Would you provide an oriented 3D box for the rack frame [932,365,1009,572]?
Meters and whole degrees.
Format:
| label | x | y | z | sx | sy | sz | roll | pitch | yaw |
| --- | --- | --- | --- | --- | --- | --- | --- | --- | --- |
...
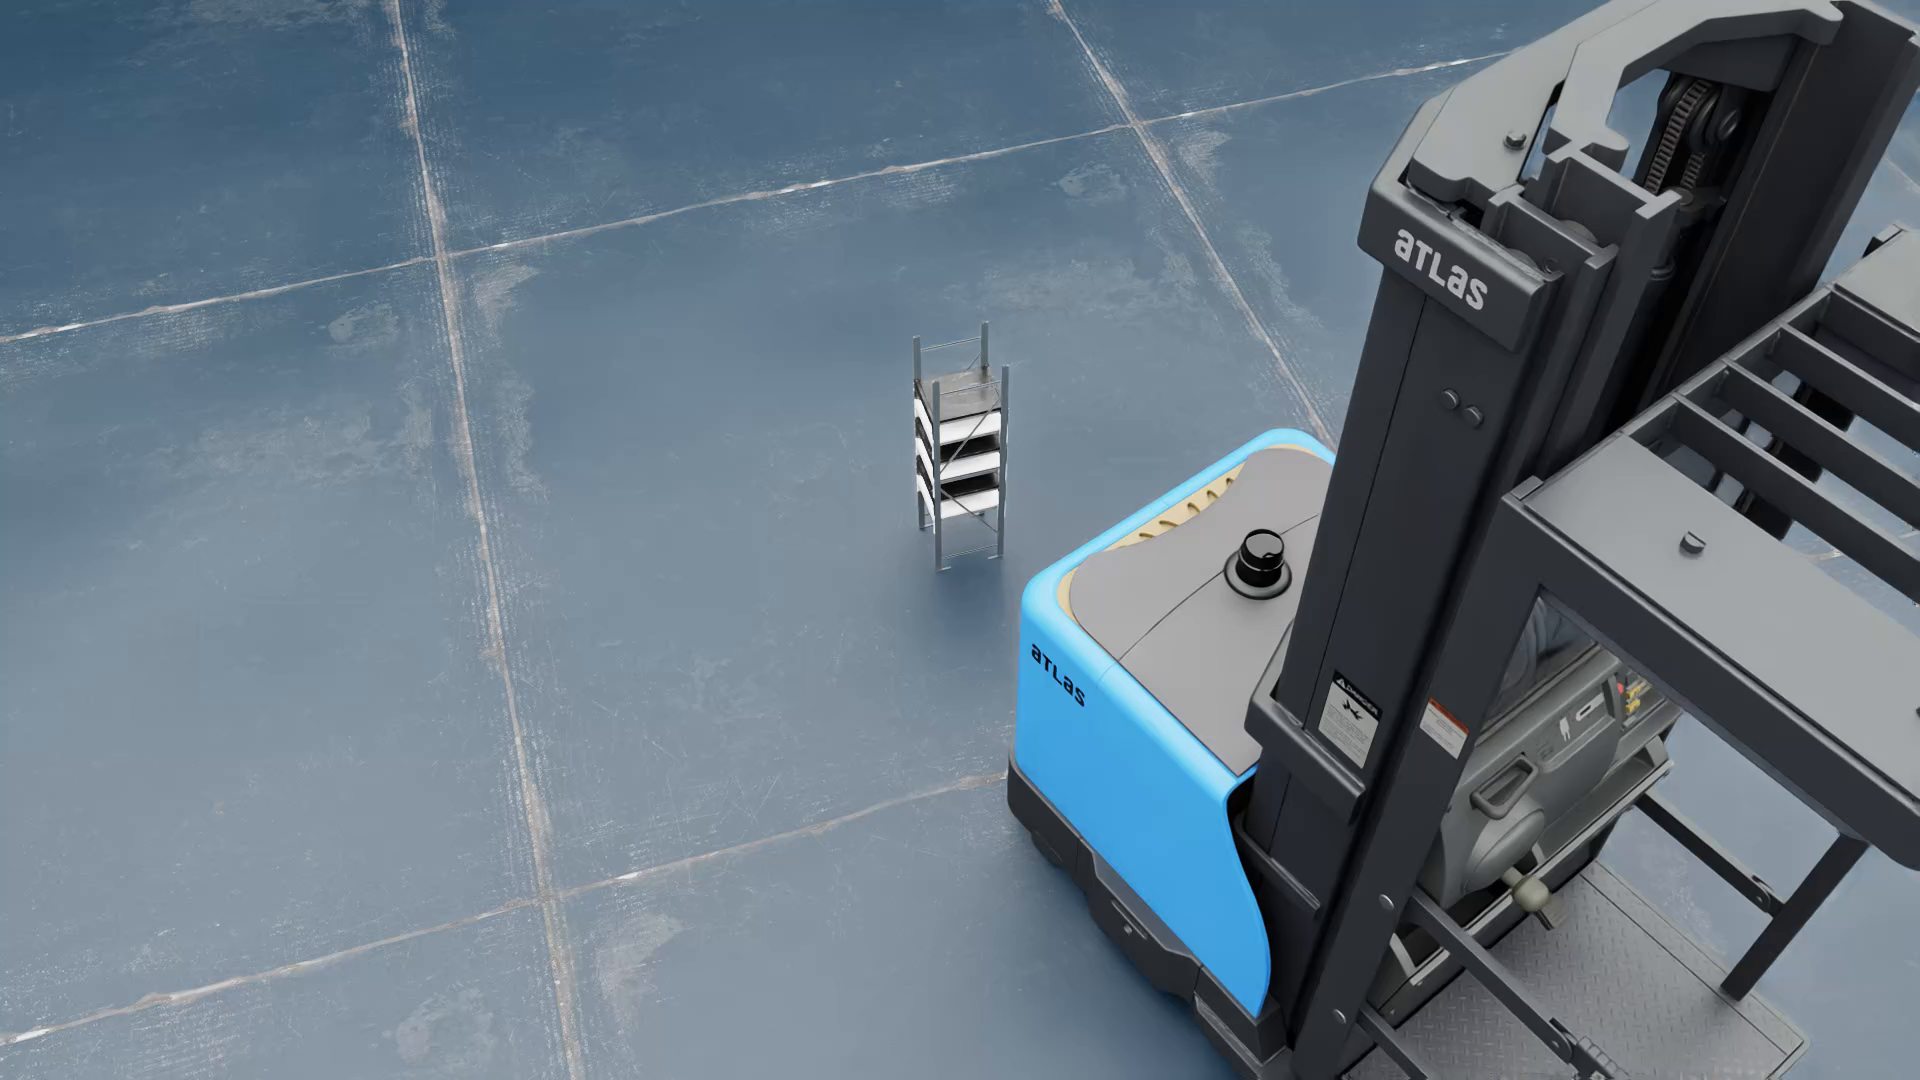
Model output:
| label | x | y | z | sx | sy | sz | roll | pitch | yaw |
| --- | --- | --- | --- | --- | --- | --- | --- | --- | --- |
| rack frame | 0.032 | -0.210 | 5.338 | 0.240 | 0.900 | 0.006 | -13 | 51 | -11 |

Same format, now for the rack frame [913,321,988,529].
| label | x | y | z | sx | sy | sz | roll | pitch | yaw |
| --- | --- | --- | --- | --- | --- | --- | --- | --- | --- |
| rack frame | -0.028 | -0.358 | 5.464 | 0.240 | 0.900 | 0.006 | -13 | 51 | -11 |

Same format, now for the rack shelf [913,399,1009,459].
| label | x | y | z | sx | sy | sz | roll | pitch | yaw |
| --- | --- | --- | --- | --- | --- | --- | --- | --- | --- |
| rack shelf | 0.002 | -0.379 | 5.289 | 0.258 | 0.077 | 0.200 | -13 | 51 | -11 |

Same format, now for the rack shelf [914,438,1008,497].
| label | x | y | z | sx | sy | sz | roll | pitch | yaw |
| --- | --- | --- | --- | --- | --- | --- | --- | --- | --- |
| rack shelf | 0.002 | -0.263 | 5.426 | 0.258 | 0.077 | 0.200 | -13 | 51 | -11 |

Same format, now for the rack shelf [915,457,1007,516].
| label | x | y | z | sx | sy | sz | roll | pitch | yaw |
| --- | --- | --- | --- | --- | --- | --- | --- | --- | --- |
| rack shelf | 0.002 | -0.205 | 5.495 | 0.258 | 0.077 | 0.200 | -13 | 51 | -11 |

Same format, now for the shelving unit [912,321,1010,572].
| label | x | y | z | sx | sy | sz | roll | pitch | yaw |
| --- | --- | --- | --- | --- | --- | --- | --- | --- | --- |
| shelving unit | 0.002 | -0.284 | 5.401 | 0.258 | 0.900 | 0.210 | -13 | 51 | -11 |

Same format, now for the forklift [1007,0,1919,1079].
| label | x | y | z | sx | sy | sz | roll | pitch | yaw |
| --- | --- | --- | --- | --- | --- | --- | --- | --- | --- |
| forklift | 1.446 | 0.525 | 3.390 | 1.130 | 2.935 | 3.031 | -31 | 56 | -23 |

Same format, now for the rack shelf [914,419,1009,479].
| label | x | y | z | sx | sy | sz | roll | pitch | yaw |
| --- | --- | --- | --- | --- | --- | --- | --- | --- | --- |
| rack shelf | 0.002 | -0.321 | 5.358 | 0.258 | 0.077 | 0.200 | -13 | 51 | -11 |

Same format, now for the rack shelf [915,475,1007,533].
| label | x | y | z | sx | sy | sz | roll | pitch | yaw |
| --- | --- | --- | --- | --- | --- | --- | --- | --- | --- |
| rack shelf | 0.002 | -0.147 | 5.564 | 0.258 | 0.077 | 0.200 | -13 | 51 | -11 |

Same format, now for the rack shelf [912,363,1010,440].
| label | x | y | z | sx | sy | sz | roll | pitch | yaw |
| --- | --- | --- | --- | --- | --- | --- | --- | --- | --- |
| rack shelf | 0.002 | -0.437 | 5.220 | 0.258 | 0.077 | 0.200 | -13 | 51 | -11 |
